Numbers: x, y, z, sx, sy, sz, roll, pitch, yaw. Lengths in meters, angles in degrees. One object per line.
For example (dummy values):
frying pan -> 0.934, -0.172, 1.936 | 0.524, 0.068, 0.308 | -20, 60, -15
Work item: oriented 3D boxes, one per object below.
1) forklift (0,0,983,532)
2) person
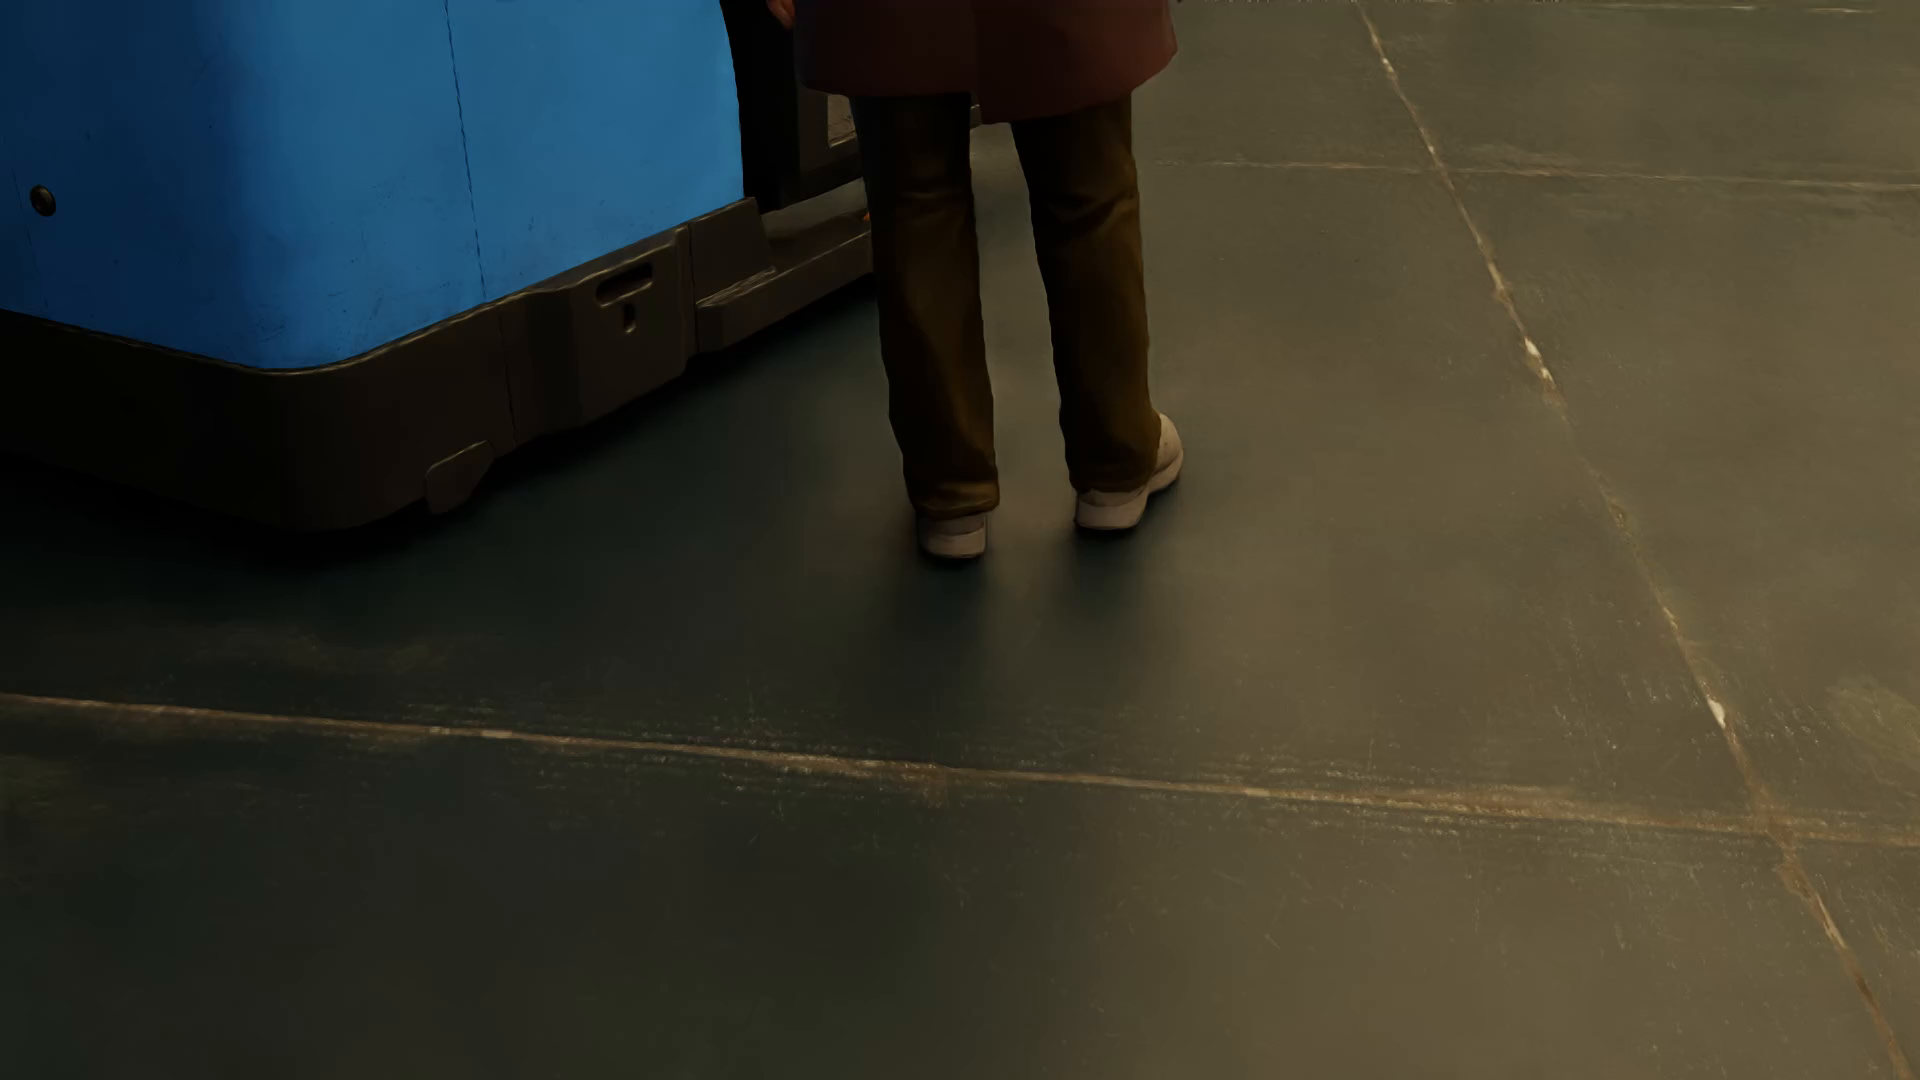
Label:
forklift -> -0.640, -1.948, 3.122 | 1.130, 2.935, 3.031 | 13, 29, 24
person -> 0.017, -0.842, 2.180 | 0.694, 1.776, 0.580 | 3, 27, 7
